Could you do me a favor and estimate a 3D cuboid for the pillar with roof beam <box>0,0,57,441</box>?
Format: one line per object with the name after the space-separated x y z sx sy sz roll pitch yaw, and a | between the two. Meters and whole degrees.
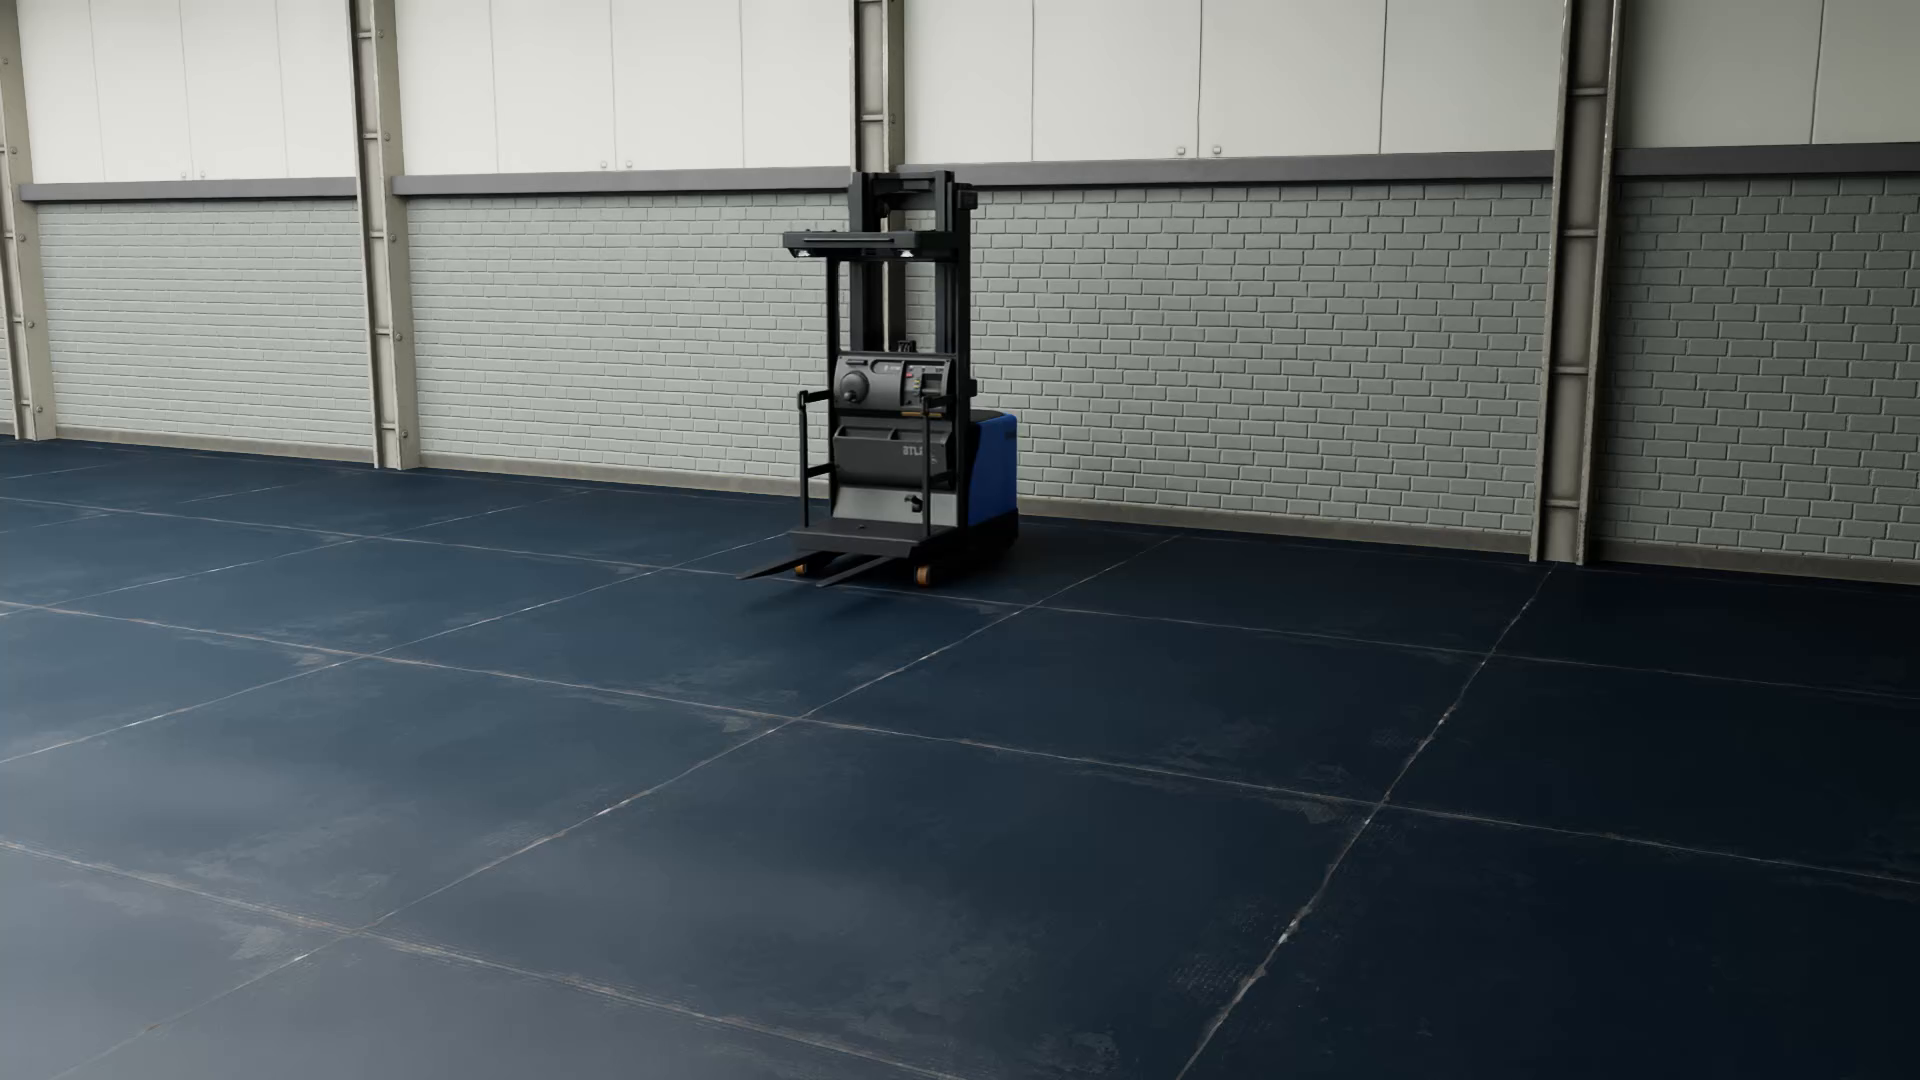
-13.406 -5.006 16.123 0.400 9.000 9.100 5 11 26 | pillar with roof beam

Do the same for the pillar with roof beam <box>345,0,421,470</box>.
-8.025 -4.533 13.510 0.400 9.000 9.100 5 11 26 | pillar with roof beam

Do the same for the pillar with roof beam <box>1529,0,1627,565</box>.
2.736 -3.588 8.286 0.400 9.000 9.100 5 11 26 | pillar with roof beam

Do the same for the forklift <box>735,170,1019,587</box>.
-0.585 -1.194 12.095 1.130 2.935 3.031 4 11 23 | forklift

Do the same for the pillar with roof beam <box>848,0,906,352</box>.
-2.644 -4.061 10.898 0.400 9.000 9.100 5 11 26 | pillar with roof beam
